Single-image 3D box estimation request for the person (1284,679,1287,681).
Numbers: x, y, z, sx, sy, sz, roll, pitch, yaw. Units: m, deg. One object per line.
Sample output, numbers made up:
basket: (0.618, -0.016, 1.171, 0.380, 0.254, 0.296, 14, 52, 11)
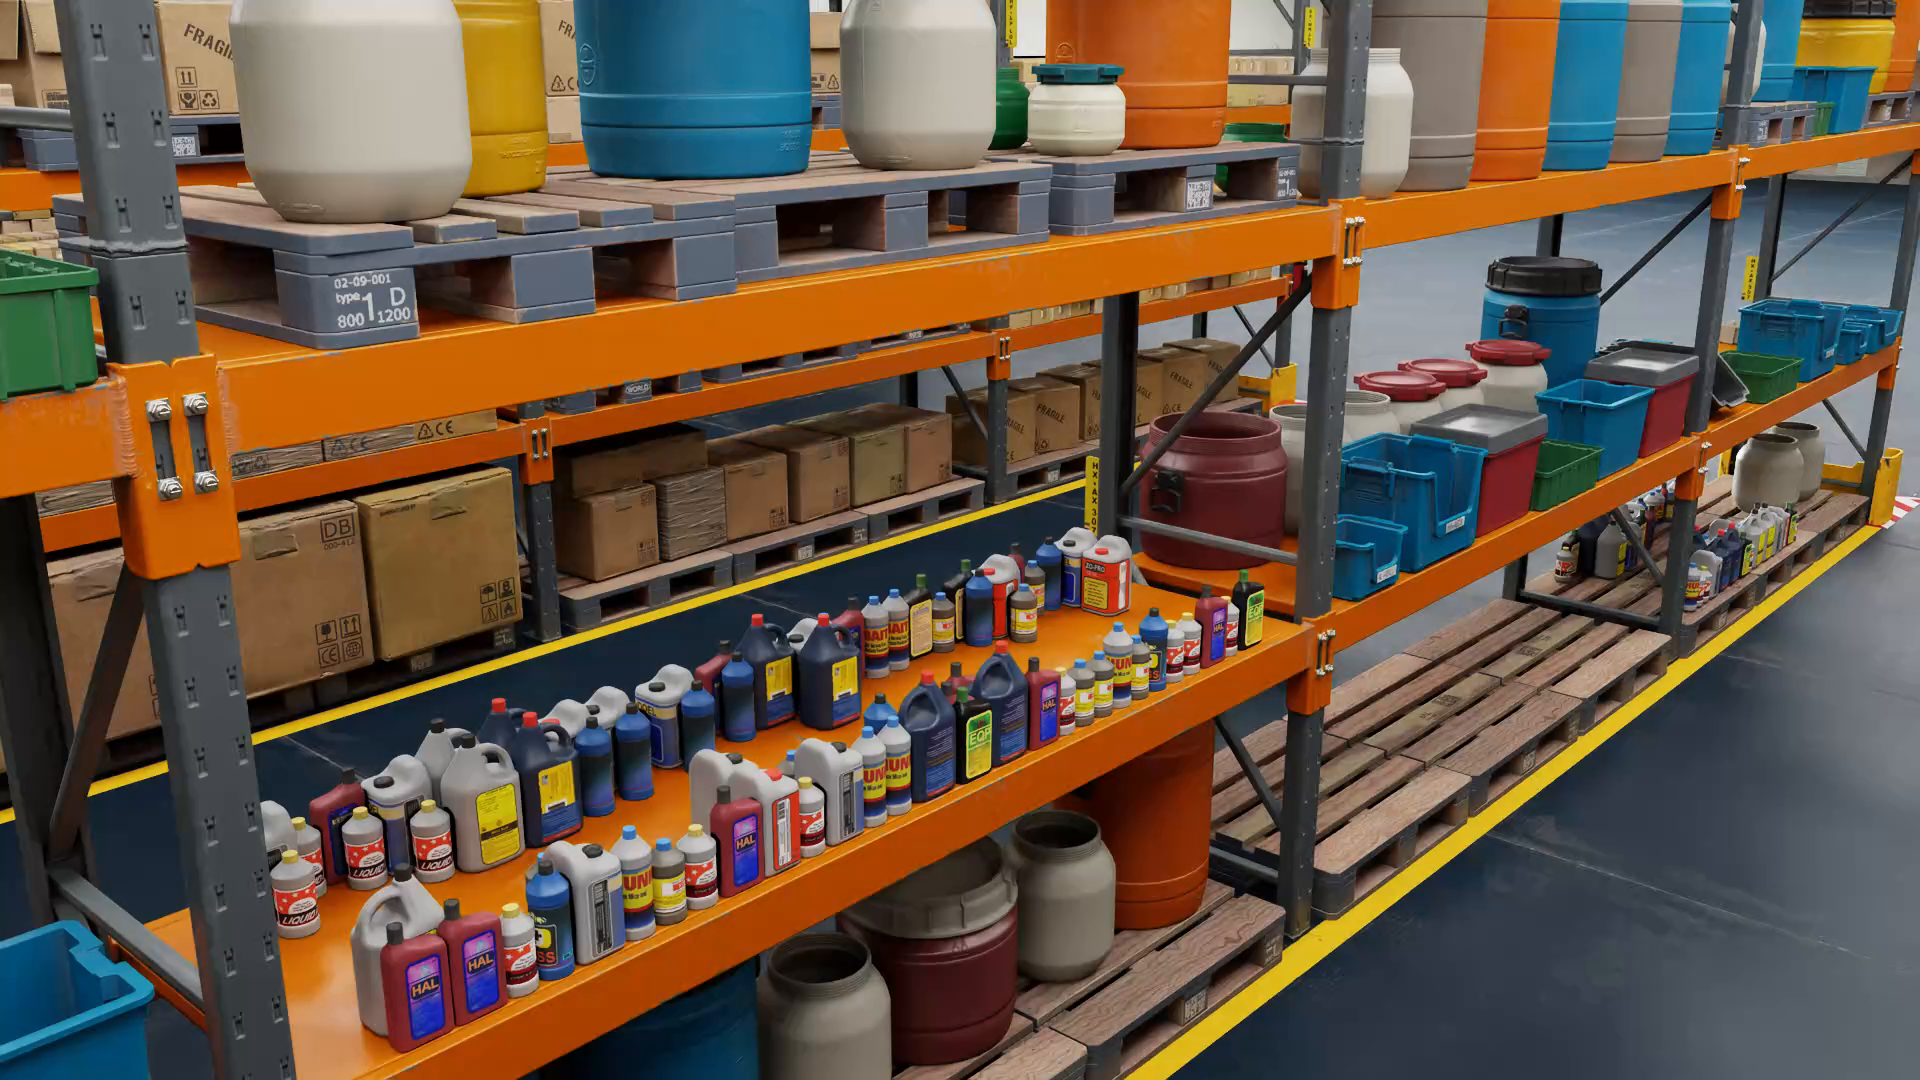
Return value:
person: (1.667, 0.313, 9.278, 0.907, 0.880, 0.544, 14, 22, 39)
